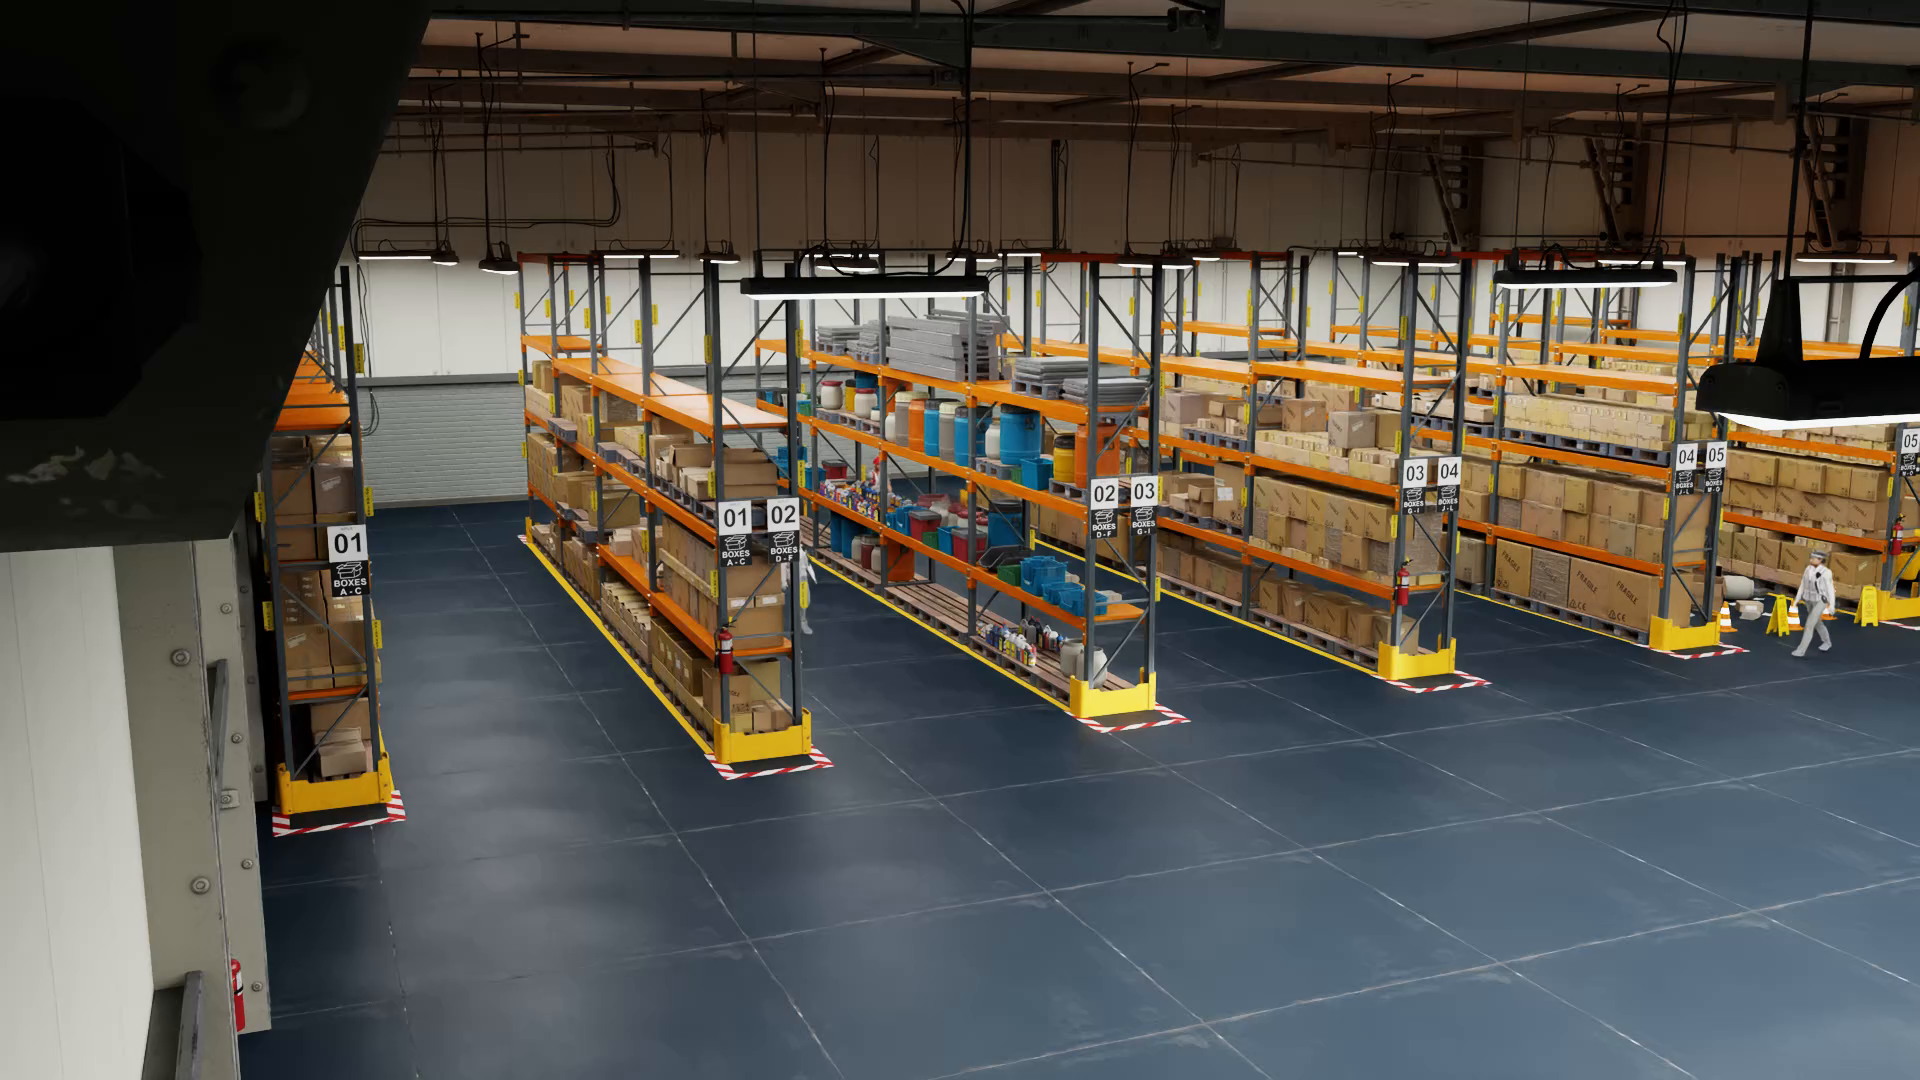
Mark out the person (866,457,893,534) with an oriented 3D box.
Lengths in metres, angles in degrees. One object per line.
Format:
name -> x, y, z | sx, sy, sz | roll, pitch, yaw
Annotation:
person -> -1.658, -0.852, 34.705 | 0.544, 1.751, 0.969 | -7, 13, -35

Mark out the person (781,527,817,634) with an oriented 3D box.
person -> -2.457, 0.606, 25.978 | 0.690, 1.600, 0.507 | 9, 14, 41

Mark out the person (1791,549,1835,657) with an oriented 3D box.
person -> 13.013, 0.933, 25.325 | 0.958, 1.635, 0.513 | -4, 11, -18
